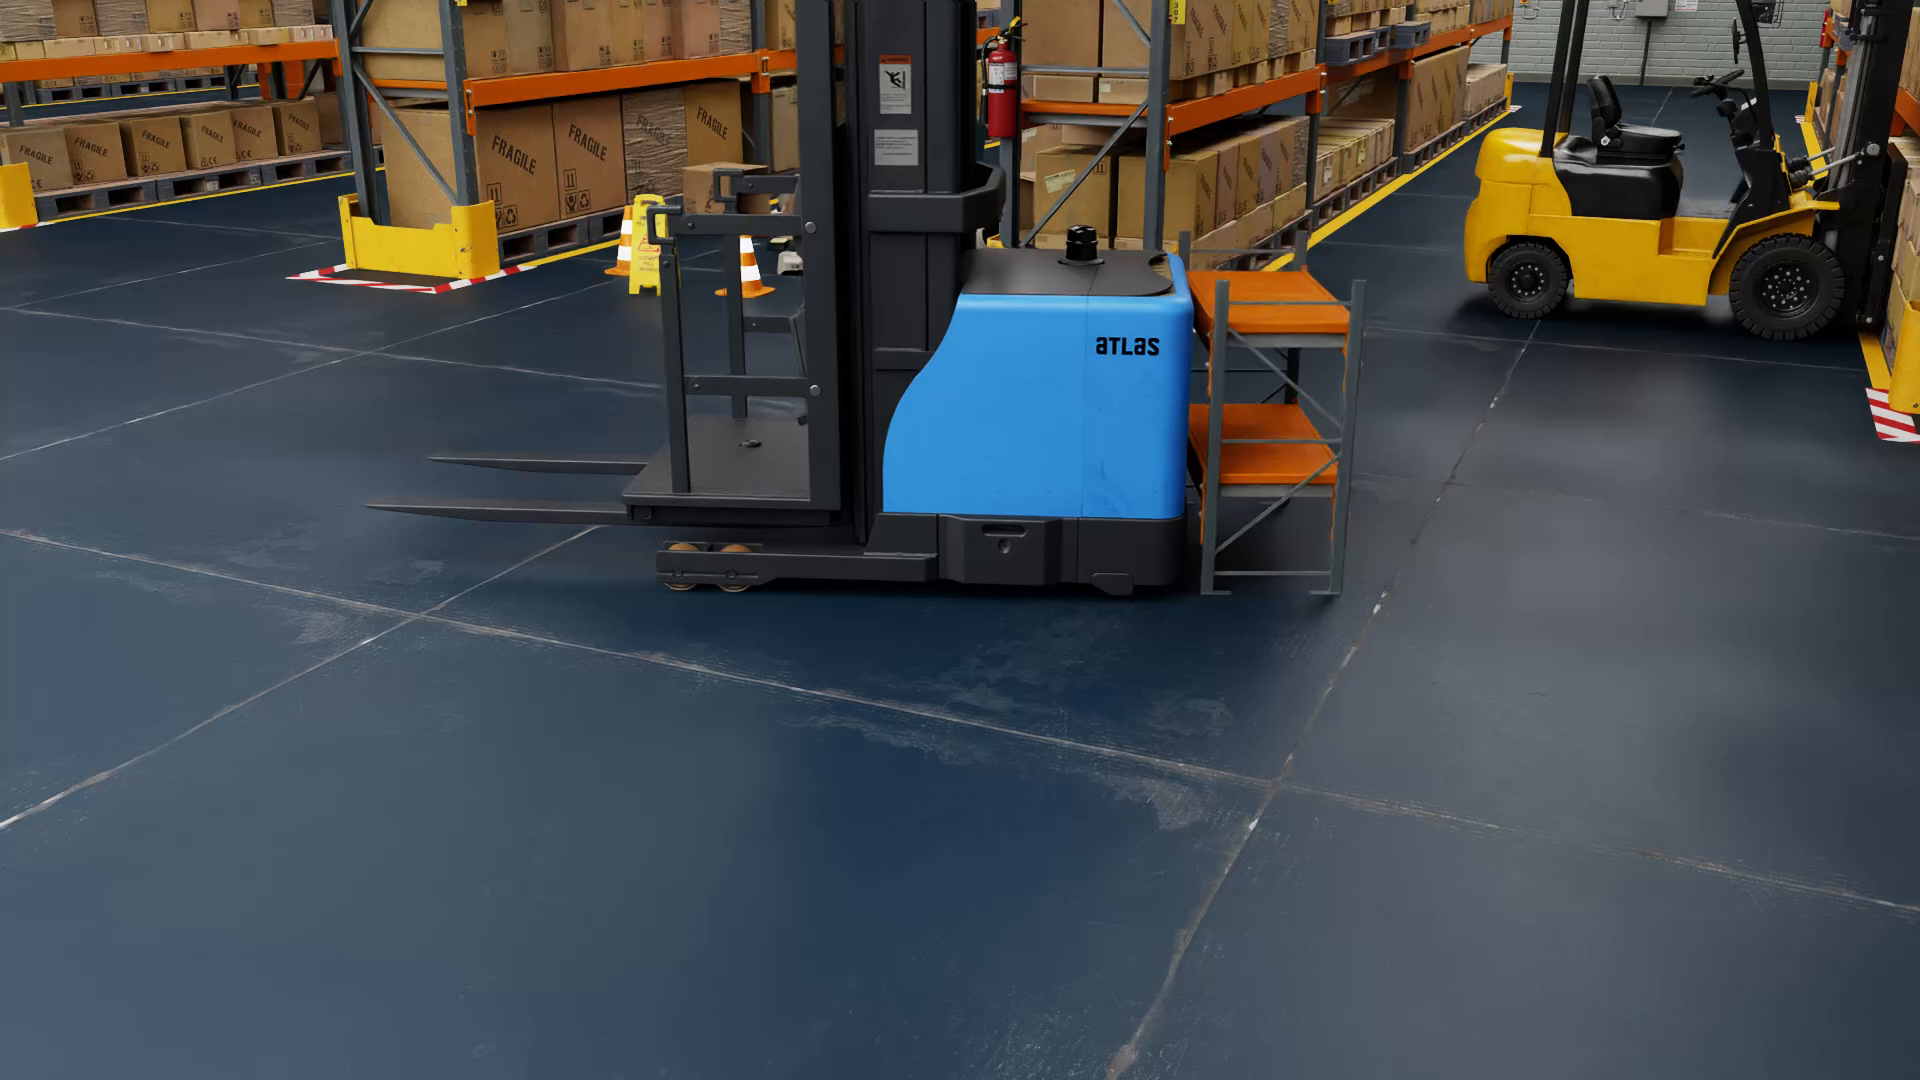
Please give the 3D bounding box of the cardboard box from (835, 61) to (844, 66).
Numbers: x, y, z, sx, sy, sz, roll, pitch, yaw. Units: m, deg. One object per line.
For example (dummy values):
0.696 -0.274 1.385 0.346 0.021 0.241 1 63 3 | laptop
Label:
-2.335 -7.676 26.119 0.875 0.875 0.875 9 21 23 | cardboard box

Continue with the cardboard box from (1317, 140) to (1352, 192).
2.858 -3.276 14.499 0.950 0.372 0.625 10 22 26 | cardboard box

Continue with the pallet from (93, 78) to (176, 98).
-13.244 -7.159 26.285 1.003 0.211 1.213 9 21 23 | pallet

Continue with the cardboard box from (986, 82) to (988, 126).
0.160 -5.162 19.611 0.500 0.500 0.500 9 21 23 | cardboard box

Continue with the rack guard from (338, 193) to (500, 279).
-3.851 -2.176 11.841 1.175 0.500 0.348 9 21 23 | rack guard

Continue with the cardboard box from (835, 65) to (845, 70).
-0.897 -4.771 18.137 1.050 0.750 0.750 8 21 22 | cardboard box

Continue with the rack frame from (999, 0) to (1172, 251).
0.716 -2.713 9.620 1.000 3.000 0.127 9 21 23 | rack frame

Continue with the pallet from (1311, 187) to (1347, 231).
2.672 -2.860 14.195 1.003 0.211 1.213 9 21 23 | pallet

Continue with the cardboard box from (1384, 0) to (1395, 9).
3.652 -5.052 14.979 0.500 0.500 0.500 7 21 19 | cardboard box

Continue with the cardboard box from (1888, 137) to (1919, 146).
6.400 -2.524 11.074 0.500 0.250 0.500 8 21 22 | cardboard box

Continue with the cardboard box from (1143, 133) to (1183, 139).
1.230 -2.562 11.555 0.500 0.500 0.500 8 21 21 | cardboard box

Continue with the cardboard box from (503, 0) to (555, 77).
-3.525 -3.722 12.235 0.875 0.550 0.550 9 21 23 | cardboard box

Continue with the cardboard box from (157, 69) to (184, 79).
-12.803 -7.637 26.541 0.500 0.500 0.500 9 21 23 | cardboard box

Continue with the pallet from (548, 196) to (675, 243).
-3.084 -2.674 13.673 1.003 0.211 1.213 9 21 23 | pallet

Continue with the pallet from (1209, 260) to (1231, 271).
1.112 -1.666 10.837 1.003 0.211 1.213 9 21 23 | pallet

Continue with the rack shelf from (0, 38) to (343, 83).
-7.506 -4.345 15.283 1.077 0.370 4.000 9 21 23 | rack shelf

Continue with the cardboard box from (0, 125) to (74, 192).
-8.054 -3.281 14.322 0.500 0.500 0.500 13 23 33 | cardboard box

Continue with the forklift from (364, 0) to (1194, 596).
-0.676 -1.368 5.942 3.031 2.935 1.130 2 20 5 | forklift

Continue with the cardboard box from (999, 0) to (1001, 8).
0.343 -6.401 19.738 0.380 0.149 0.250 9 21 23 | cardboard box

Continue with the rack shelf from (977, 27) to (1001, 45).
0.254 -6.079 20.159 1.077 0.370 4.000 9 21 23 | rack shelf

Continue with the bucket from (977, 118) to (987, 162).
-0.156 -3.400 14.169 0.726 0.611 0.620 18 16 41 | bucket

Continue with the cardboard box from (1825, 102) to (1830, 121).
10.266 -4.931 19.310 0.396 0.266 0.258 9 22 25 | cardboard box

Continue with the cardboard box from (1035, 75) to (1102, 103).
0.674 -2.738 10.066 0.380 0.149 0.250 9 22 25 | cardboard box

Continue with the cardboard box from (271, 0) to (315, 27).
-6.928 -5.353 16.452 0.875 0.500 0.500 9 21 23 | cardboard box

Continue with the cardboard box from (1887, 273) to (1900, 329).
5.363 -1.273 9.048 0.500 0.250 0.500 9 21 23 | cardboard box

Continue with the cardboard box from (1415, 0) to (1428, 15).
4.425 -5.444 16.778 0.500 0.250 0.500 8 21 22 | cardboard box

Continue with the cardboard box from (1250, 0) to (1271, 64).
1.781 -3.478 11.179 0.500 0.500 0.500 8 21 22 | cardboard box

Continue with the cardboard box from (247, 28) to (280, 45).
-6.776 -4.836 15.965 0.380 0.149 0.250 9 21 23 | cardboard box

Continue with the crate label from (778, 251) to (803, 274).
-1.171 -1.970 11.803 0.250 0.136 0.298 -2 20 -5 | crate label

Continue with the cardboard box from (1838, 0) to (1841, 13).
10.554 -6.266 19.390 0.500 0.250 0.500 8 21 22 | cardboard box

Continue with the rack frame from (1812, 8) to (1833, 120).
11.798 -6.924 21.461 1.000 3.000 0.127 9 21 23 | rack frame

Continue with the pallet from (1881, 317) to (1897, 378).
5.521 -0.959 8.849 1.003 0.211 1.213 9 21 23 | pallet

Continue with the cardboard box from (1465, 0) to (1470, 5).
5.671 -6.378 19.403 0.500 0.250 0.500 9 21 23 | cardboard box

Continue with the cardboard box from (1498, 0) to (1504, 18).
6.891 -7.157 21.968 0.500 0.500 0.500 9 22 24 | cardboard box

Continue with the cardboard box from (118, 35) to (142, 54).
-7.485 -4.392 14.716 0.380 0.149 0.250 9 21 23 | cardboard box

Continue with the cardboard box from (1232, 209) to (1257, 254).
1.727 -2.147 11.507 0.500 0.250 0.500 10 22 26 | cardboard box

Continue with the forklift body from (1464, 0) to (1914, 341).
4.358 -2.463 10.184 2.313 2.155 1.214 9 21 23 | forklift body

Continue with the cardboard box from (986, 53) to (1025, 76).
0.572 -5.822 20.346 0.500 0.250 0.500 8 21 20 | cardboard box

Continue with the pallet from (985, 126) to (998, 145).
-0.244 -4.731 19.458 1.003 0.211 1.213 9 21 23 | pallet

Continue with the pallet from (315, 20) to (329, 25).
-6.241 -5.419 17.515 1.003 0.211 1.213 9 21 23 | pallet

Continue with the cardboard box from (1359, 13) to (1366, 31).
3.272 -4.461 14.284 0.380 0.149 0.250 9 21 23 | cardboard box

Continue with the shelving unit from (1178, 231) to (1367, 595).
1.109 -0.509 6.220 0.538 1.125 1.048 0 20 0 | shelving unit

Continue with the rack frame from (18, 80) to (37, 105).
-14.085 -7.878 24.145 1.000 3.000 0.127 9 21 23 | rack frame

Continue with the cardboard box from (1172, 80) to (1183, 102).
1.134 -2.749 10.097 0.380 0.149 0.250 9 21 24 | cardboard box

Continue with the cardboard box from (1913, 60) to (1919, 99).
6.060 -2.886 9.959 0.500 0.500 0.500 8 21 22 | cardboard box

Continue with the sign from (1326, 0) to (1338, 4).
2.852 -4.271 12.710 0.100 0.325 0.005 9 21 23 | sign

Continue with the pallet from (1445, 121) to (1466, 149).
5.383 -4.821 19.710 1.003 0.211 1.213 9 21 23 | pallet

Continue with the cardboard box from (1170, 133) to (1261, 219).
1.731 -2.497 11.371 0.500 0.500 0.500 9 21 24 | cardboard box

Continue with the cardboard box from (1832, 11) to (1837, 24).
10.840 -6.356 20.238 0.380 0.149 0.250 8 21 21 | cardboard box

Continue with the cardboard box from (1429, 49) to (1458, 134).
5.086 -5.100 18.877 0.875 0.875 0.875 9 22 24 | cardboard box

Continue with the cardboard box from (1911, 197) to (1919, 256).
5.150 -1.590 8.447 0.500 0.250 0.500 9 22 25 | cardboard box

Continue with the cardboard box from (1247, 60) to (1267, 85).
1.883 -3.208 11.388 0.380 0.149 0.250 9 21 23 | cardboard box

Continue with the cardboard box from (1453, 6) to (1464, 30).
5.467 -5.983 19.040 0.500 0.250 0.500 8 21 22 | cardboard box

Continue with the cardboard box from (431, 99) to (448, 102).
-5.975 -4.824 18.630 0.700 0.500 0.500 7 21 18 | cardboard box

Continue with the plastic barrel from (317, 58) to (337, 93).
-8.920 -6.756 23.963 0.600 0.588 0.708 9 21 23 | plastic barrel

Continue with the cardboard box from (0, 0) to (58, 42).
-8.075 -4.424 13.839 0.875 0.500 0.500 9 21 23 | cardboard box
